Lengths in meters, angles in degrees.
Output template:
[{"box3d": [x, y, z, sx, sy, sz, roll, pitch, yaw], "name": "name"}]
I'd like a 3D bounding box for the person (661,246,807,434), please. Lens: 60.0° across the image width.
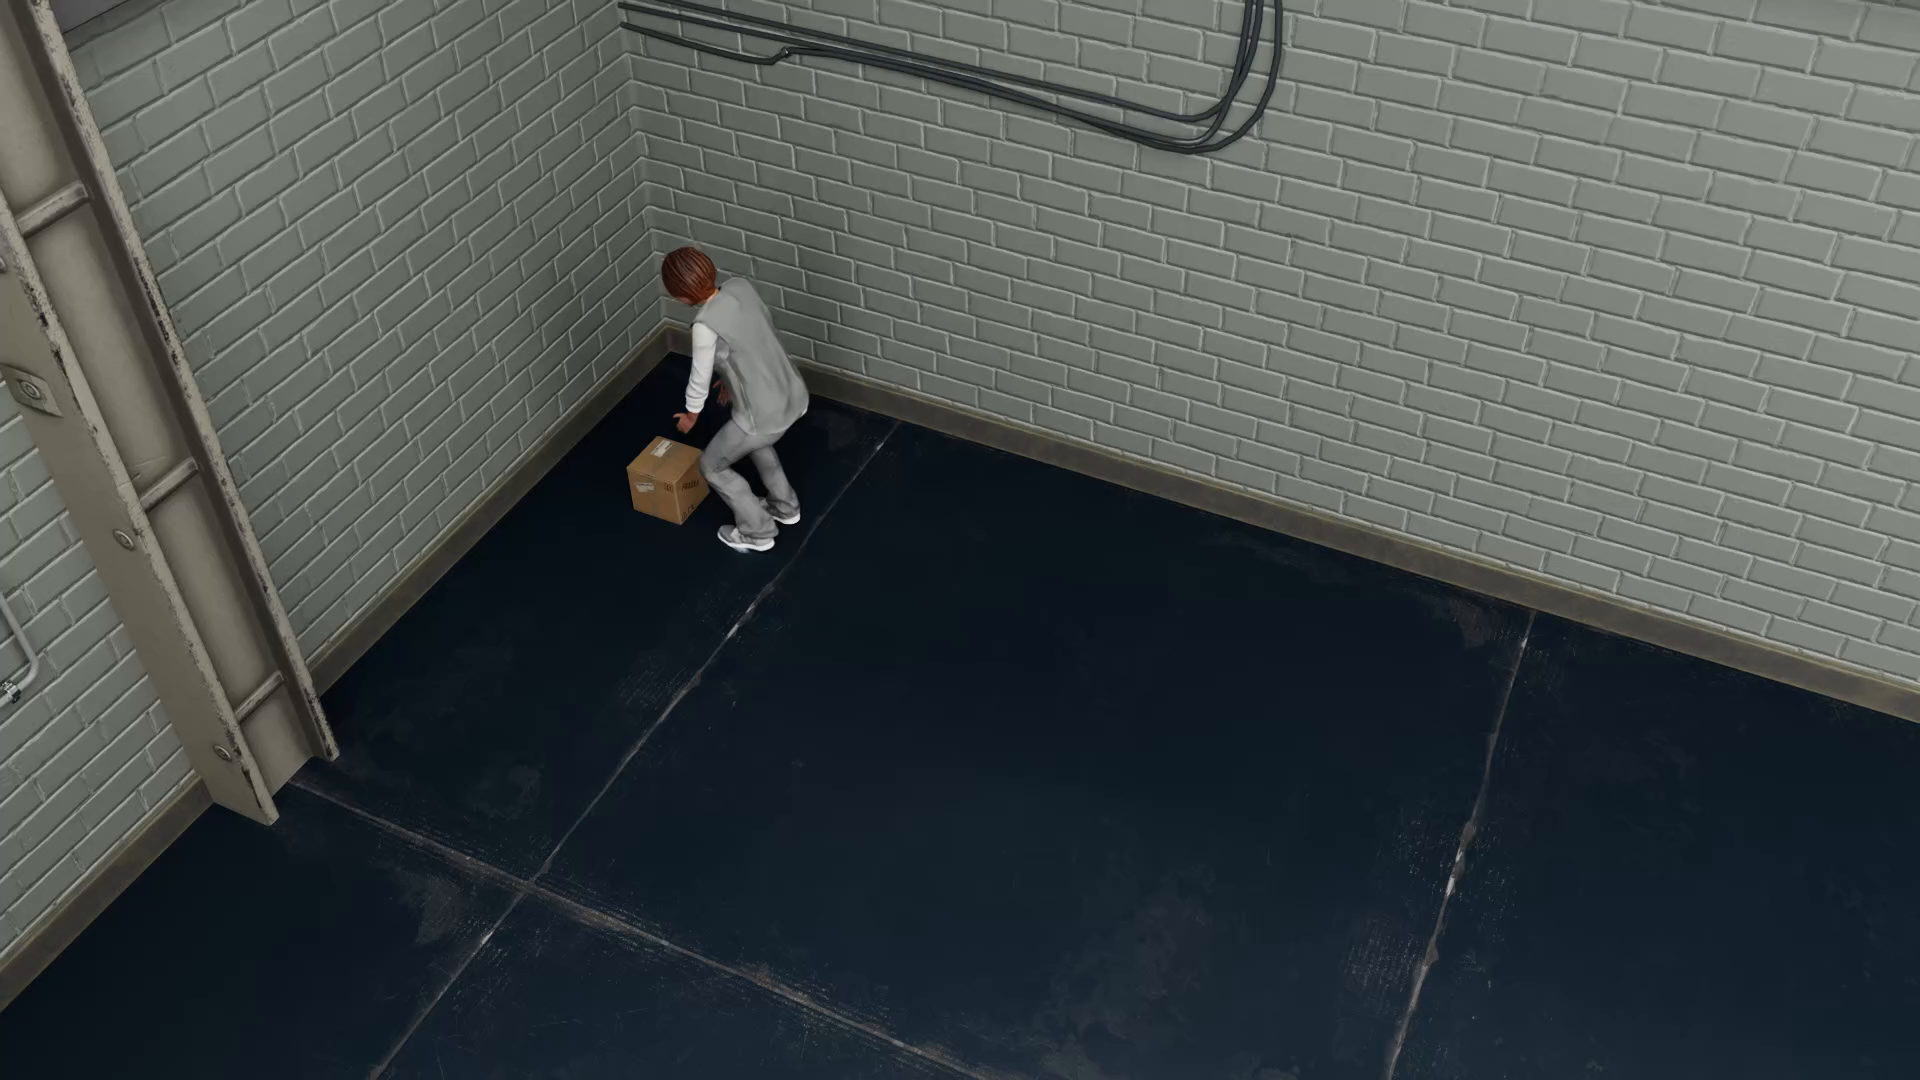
[{"box3d": [-0.924, -0.764, 6.719, 0.546, 0.828, 0.456, 18, 46, 19], "name": "person"}]
